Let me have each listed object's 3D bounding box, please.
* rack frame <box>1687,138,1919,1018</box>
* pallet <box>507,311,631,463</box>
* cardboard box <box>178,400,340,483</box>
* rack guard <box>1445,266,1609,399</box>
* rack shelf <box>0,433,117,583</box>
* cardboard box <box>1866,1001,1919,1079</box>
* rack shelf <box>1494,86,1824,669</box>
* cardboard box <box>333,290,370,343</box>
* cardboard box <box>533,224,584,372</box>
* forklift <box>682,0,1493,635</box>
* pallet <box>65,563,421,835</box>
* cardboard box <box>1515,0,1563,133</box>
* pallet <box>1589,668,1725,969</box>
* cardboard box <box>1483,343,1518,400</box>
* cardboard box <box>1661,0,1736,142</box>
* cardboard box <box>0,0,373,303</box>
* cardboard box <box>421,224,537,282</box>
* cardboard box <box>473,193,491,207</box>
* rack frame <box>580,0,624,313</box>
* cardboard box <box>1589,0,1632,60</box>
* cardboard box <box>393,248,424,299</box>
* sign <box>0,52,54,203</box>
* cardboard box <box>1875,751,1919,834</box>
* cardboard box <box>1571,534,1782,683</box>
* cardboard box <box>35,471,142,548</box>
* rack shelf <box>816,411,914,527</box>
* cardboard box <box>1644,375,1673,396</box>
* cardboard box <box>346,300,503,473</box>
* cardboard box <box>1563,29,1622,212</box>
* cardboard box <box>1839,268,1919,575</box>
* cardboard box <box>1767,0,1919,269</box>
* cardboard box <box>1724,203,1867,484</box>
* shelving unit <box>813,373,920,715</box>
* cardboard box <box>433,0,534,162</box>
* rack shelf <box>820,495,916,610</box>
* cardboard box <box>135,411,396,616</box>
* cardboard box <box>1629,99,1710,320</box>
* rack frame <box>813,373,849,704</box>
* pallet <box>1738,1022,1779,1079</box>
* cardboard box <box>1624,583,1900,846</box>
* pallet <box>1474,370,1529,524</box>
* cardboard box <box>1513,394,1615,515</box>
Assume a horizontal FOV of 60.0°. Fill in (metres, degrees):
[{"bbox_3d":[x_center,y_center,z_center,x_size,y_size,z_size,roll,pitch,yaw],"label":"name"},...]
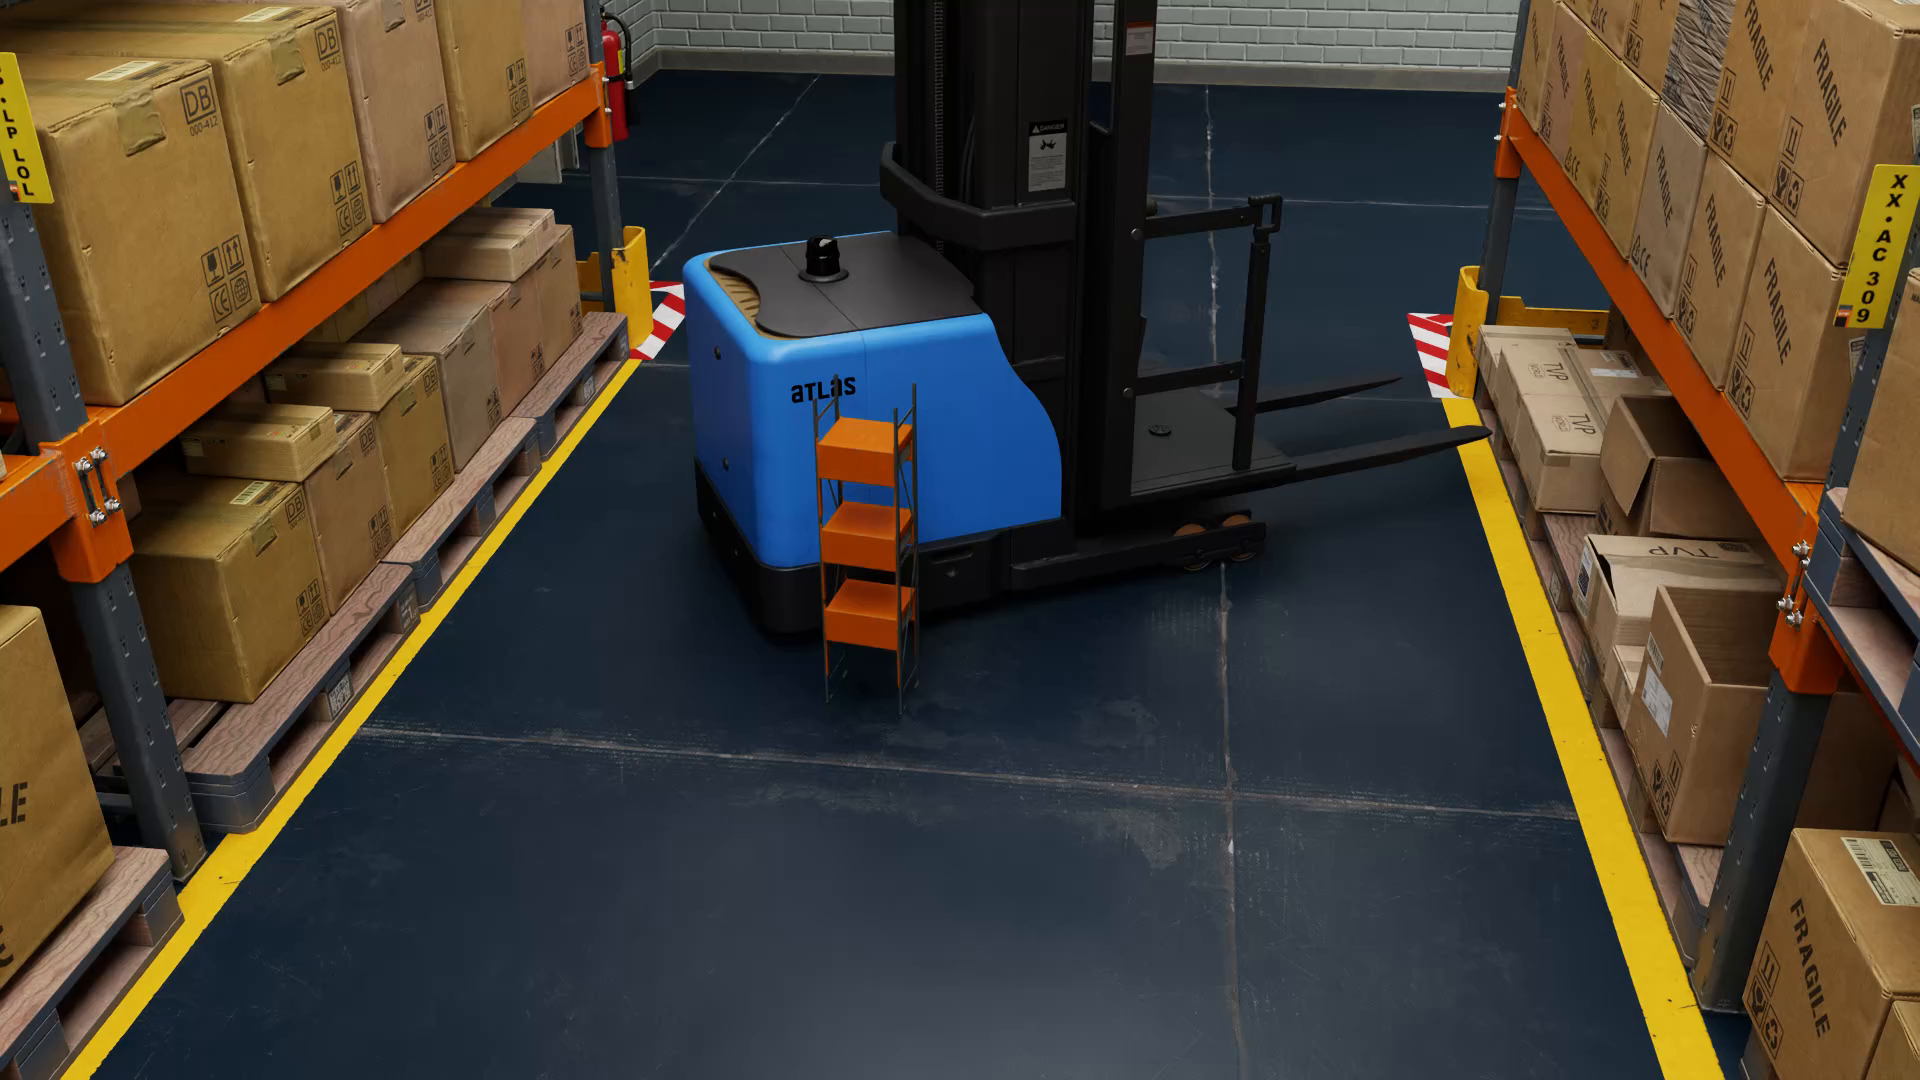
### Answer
[{"bbox_3d":[2.325,-0.156,3.378,1.000,3.000,0.127,3,28,6],"label":"rack frame"},{"bbox_3d":[-2.122,-0.717,7.358,1.003,0.211,1.213,3,28,6],"label":"pallet"},{"bbox_3d":[-2.175,-0.309,5.170,0.380,0.149,0.250,4,29,8],"label":"cardboard box"},{"bbox_3d":[2.806,-0.903,7.399,1.175,0.500,0.348,3,28,6],"label":"rack guard"},{"bbox_3d":[-2.837,0.816,2.332,1.077,0.370,4.000,3,28,6],"label":"rack shelf"},{"bbox_3d":[1.970,1.216,3.003,0.500,0.500,0.500,4,29,7],"label":"cardboard box"},{"bbox_3d":[2.570,-0.781,5.296,1.077,0.370,4.000,3,28,6],"label":"rack shelf"},{"bbox_3d":[-2.425,-0.834,6.144,0.380,0.149,0.250,4,29,7],"label":"cardboard box"},{"bbox_3d":[-2.088,-1.074,7.275,0.700,0.500,0.500,3,28,6],"label":"cardboard box"},{"bbox_3d":[0.579,-1.400,5.758,3.031,2.935,1.130,-11,30,-19],"label":"forklift"},{"bbox_3d":[-2.421,0.432,5.226,1.003,0.211,1.213,3,28,6],"label":"pallet"},{"bbox_3d":[2.499,-1.890,6.490,0.500,0.500,0.500,4,29,7],"label":"cardboard box"},{"bbox_3d":[2.410,0.748,4.639,1.003,0.211,1.213,3,28,6],"label":"pallet"},{"bbox_3d":[2.392,-0.691,6.893,0.380,0.166,0.250,3,28,6],"label":"cardboard box"},{"bbox_3d":[2.252,-1.372,4.475,0.500,0.500,0.500,4,29,7],"label":"cardboard box"},{"bbox_3d":[-2.414,-1.172,4.947,0.980,0.700,0.700,3,28,5],"label":"cardboard box"},{"bbox_3d":[-1.954,-1.169,6.765,0.380,0.149,0.250,4,29,8],"label":"cardboard box"},{"bbox_3d":[-2.271,-1.430,7.251,0.380,0.149,0.250,4,29,7],"label":"cardboard box"},{"bbox_3d":[-2.102,-2.325,7.404,1.000,3.000,0.127,3,28,6],"label":"rack frame"},{"bbox_3d":[2.376,-1.848,5.358,0.500,0.500,0.500,4,29,7],"label":"cardboard box"},{"bbox_3d":[-2.364,-1.074,6.590,0.380,0.149,0.250,4,29,7],"label":"cardboard box"},{"bbox_3d":[-2.052,-0.890,3.603,0.100,0.325,0.005,3,28,6],"label":"sign"},{"bbox_3d":[2.591,0.649,4.254,0.500,0.311,0.500,3,28,6],"label":"cardboard box"},{"bbox_3d":[2.205,0.196,5.095,0.500,0.311,0.500,3,28,6],"label":"cardboard box"},{"bbox_3d":[-2.613,-0.102,4.785,0.380,0.149,0.250,3,28,6],"label":"cardboard box"},{"bbox_3d":[-0.277,-0.213,4.963,0.240,0.259,0.215,8,29,14],"label":"rack shelf"},{"bbox_3d":[2.854,-0.530,6.594,0.380,0.166,0.250,3,28,6],"label":"cardboard box"},{"bbox_3d":[-2.210,-0.602,6.398,0.700,0.500,0.500,2,28,5],"label":"cardboard box"},{"bbox_3d":[2.377,-1.410,5.600,0.500,0.500,0.500,3,28,6],"label":"cardboard box"},{"bbox_3d":[2.045,-0.175,2.865,0.700,0.500,0.500,-6,29,-11],"label":"cardboard box"},{"bbox_3d":[2.130,-0.894,3.587,0.500,0.500,0.500,3,29,6],"label":"cardboard box"},{"bbox_3d":[2.132,-0.451,3.818,0.500,0.500,0.500,4,29,7],"label":"cardboard box"},{"bbox_3d":[-0.277,0.027,5.093,0.252,1.050,0.215,8,29,14],"label":"shelving unit"},{"bbox_3d":[-2.232,-1.874,6.249,0.980,0.700,0.700,3,28,6],"label":"cardboard box"},{"bbox_3d":[-0.277,0.037,5.098,0.240,0.259,0.215,8,29,14],"label":"rack shelf"},{"bbox_3d":[-2.333,-0.109,5.483,0.700,0.500,0.500,3,28,6],"label":"cardboard box"},{"bbox_3d":[2.254,-0.935,4.718,0.500,0.500,0.500,4,29,7],"label":"cardboard box"},{"bbox_3d":[-0.395,0.012,5.121,0.008,1.050,0.200,8,29,14],"label":"rack frame"},{"bbox_3d":[2.263,1.456,3.324,1.003,0.211,1.213,3,28,6],"label":"pallet"},{"bbox_3d":[2.113,0.466,4.395,0.500,0.500,0.500,3,28,6],"label":"cardboard box"},{"bbox_3d":[2.709,-0.400,6.771,1.003,0.211,1.213,3,28,6],"label":"pallet"},{"bbox_3d":[2.345,-0.312,6.102,0.500,0.250,0.500,3,28,6],"label":"cardboard box"}]
